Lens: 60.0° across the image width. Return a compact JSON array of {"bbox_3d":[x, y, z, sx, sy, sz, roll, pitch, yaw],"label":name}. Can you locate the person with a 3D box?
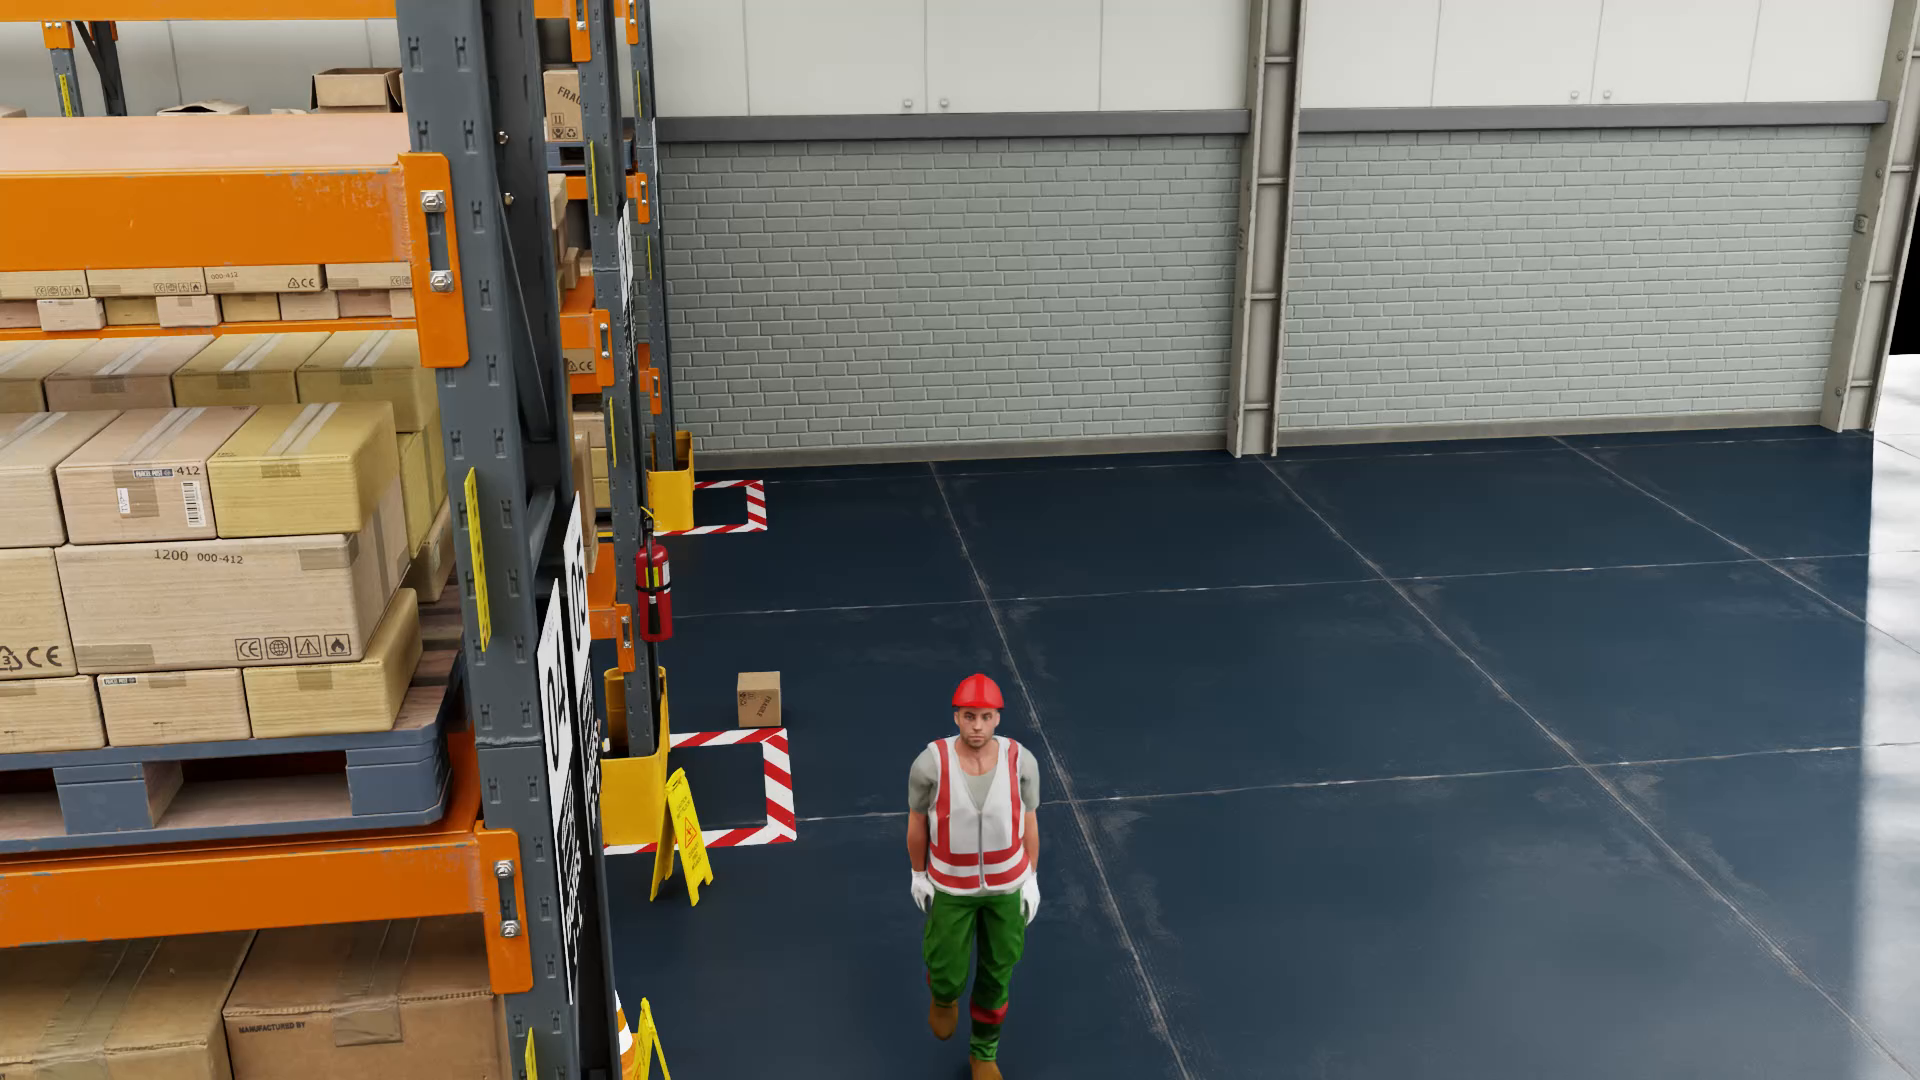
[{"bbox_3d":[0.056,1.361,6.703,0.529,1.779,0.544,-3,20,-8],"label":"person"}]
